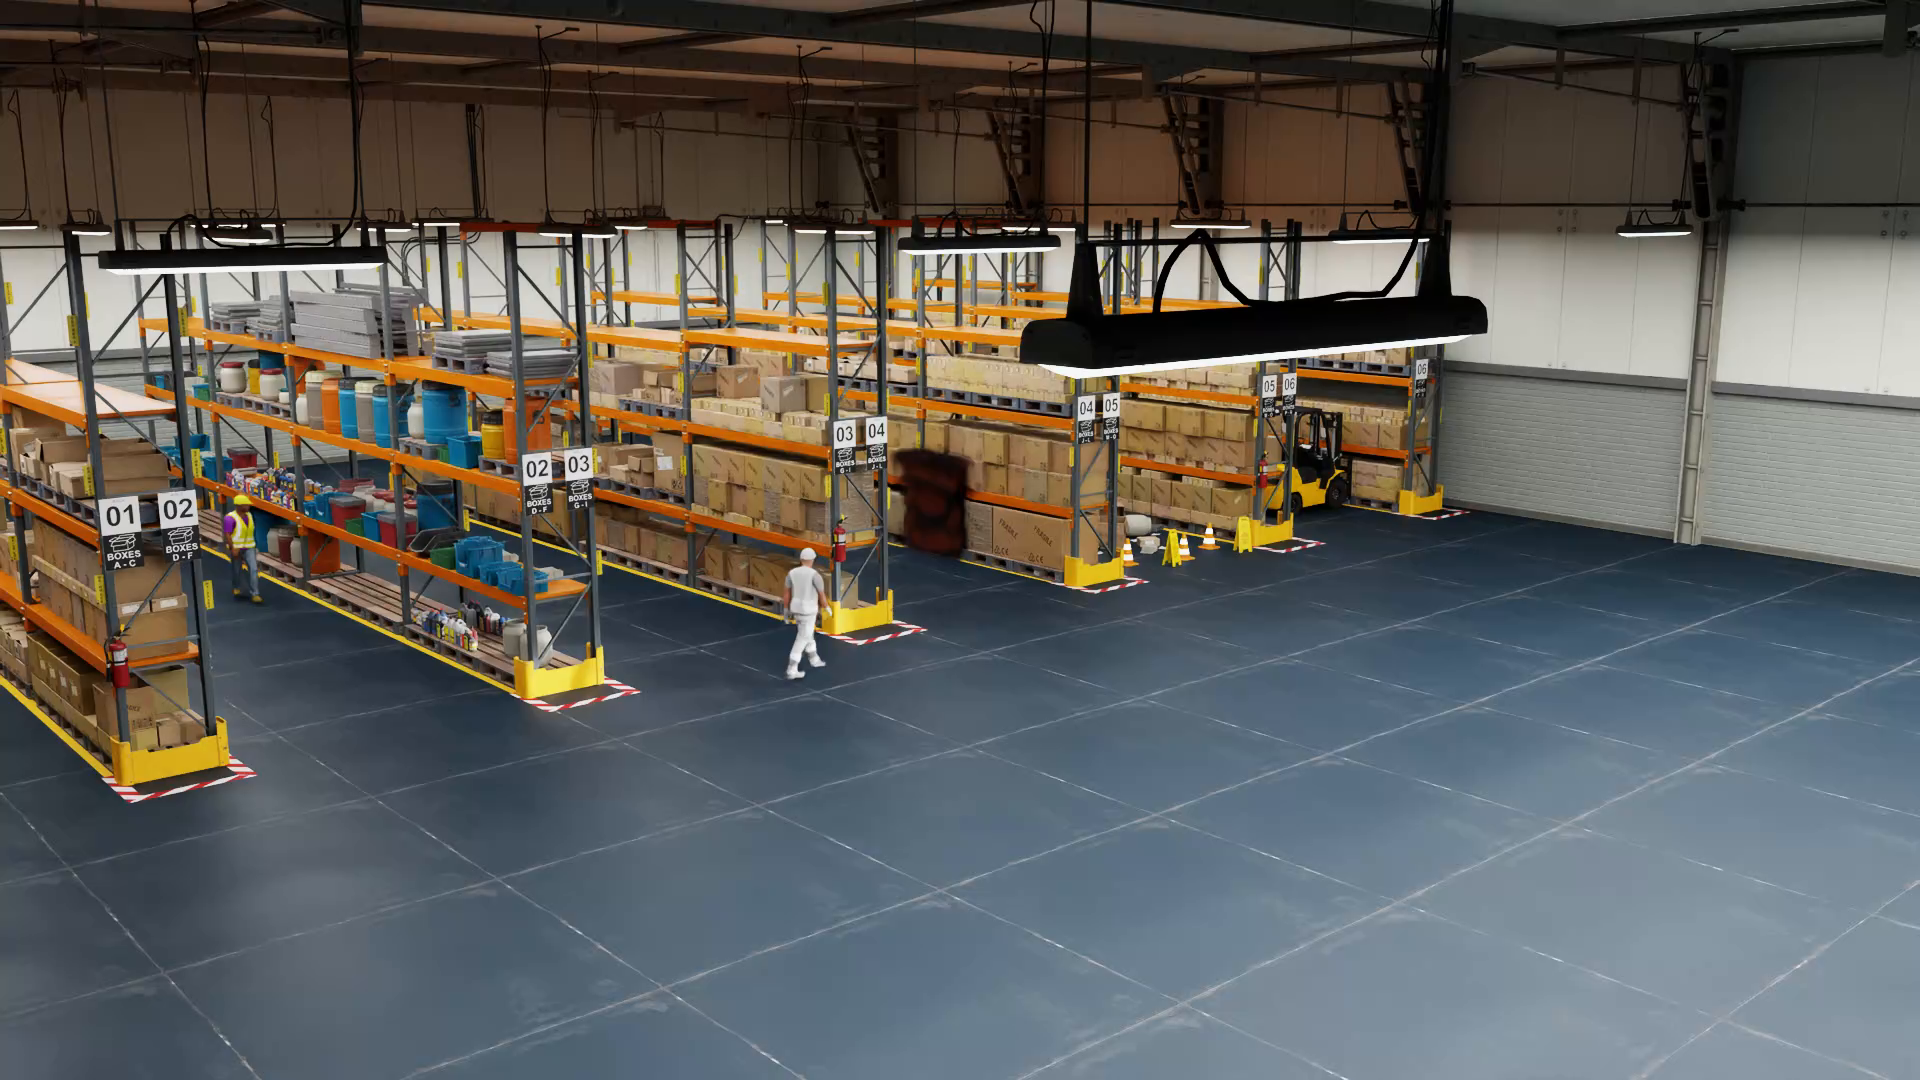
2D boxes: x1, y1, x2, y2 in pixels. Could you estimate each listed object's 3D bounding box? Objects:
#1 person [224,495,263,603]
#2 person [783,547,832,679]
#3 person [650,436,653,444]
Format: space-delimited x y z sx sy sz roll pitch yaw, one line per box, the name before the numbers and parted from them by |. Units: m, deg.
person | -11.606 0.134 26.840 0.495 1.729 0.982 -8 14 -35
person | -2.033 0.965 22.530 0.523 1.751 0.924 9 14 37
person | -7.635 -3.012 42.381 0.556 1.718 0.694 8 14 34
